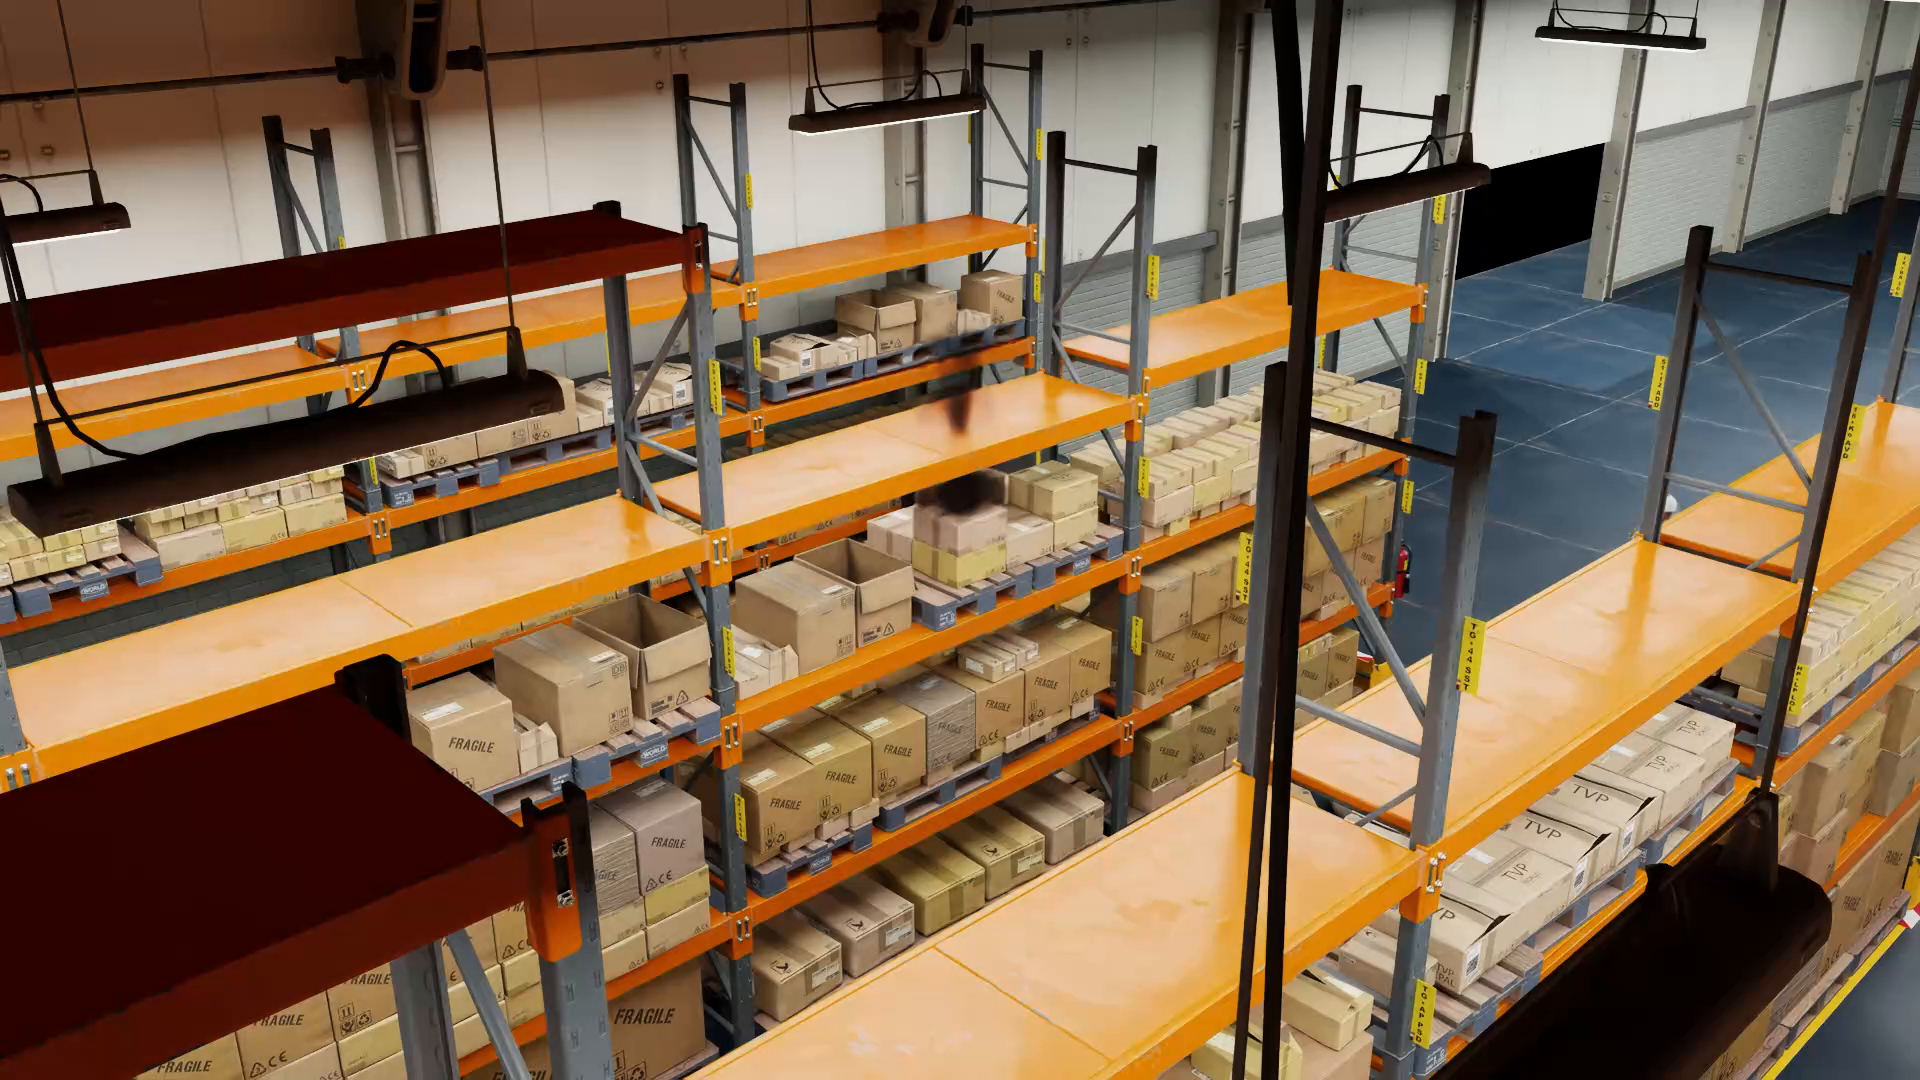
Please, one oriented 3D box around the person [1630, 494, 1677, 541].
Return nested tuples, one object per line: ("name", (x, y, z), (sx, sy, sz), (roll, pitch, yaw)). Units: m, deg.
("person", (7.418, 0.377, 17.689), (0.696, 1.803, 0.794), (0, 22, 0))
